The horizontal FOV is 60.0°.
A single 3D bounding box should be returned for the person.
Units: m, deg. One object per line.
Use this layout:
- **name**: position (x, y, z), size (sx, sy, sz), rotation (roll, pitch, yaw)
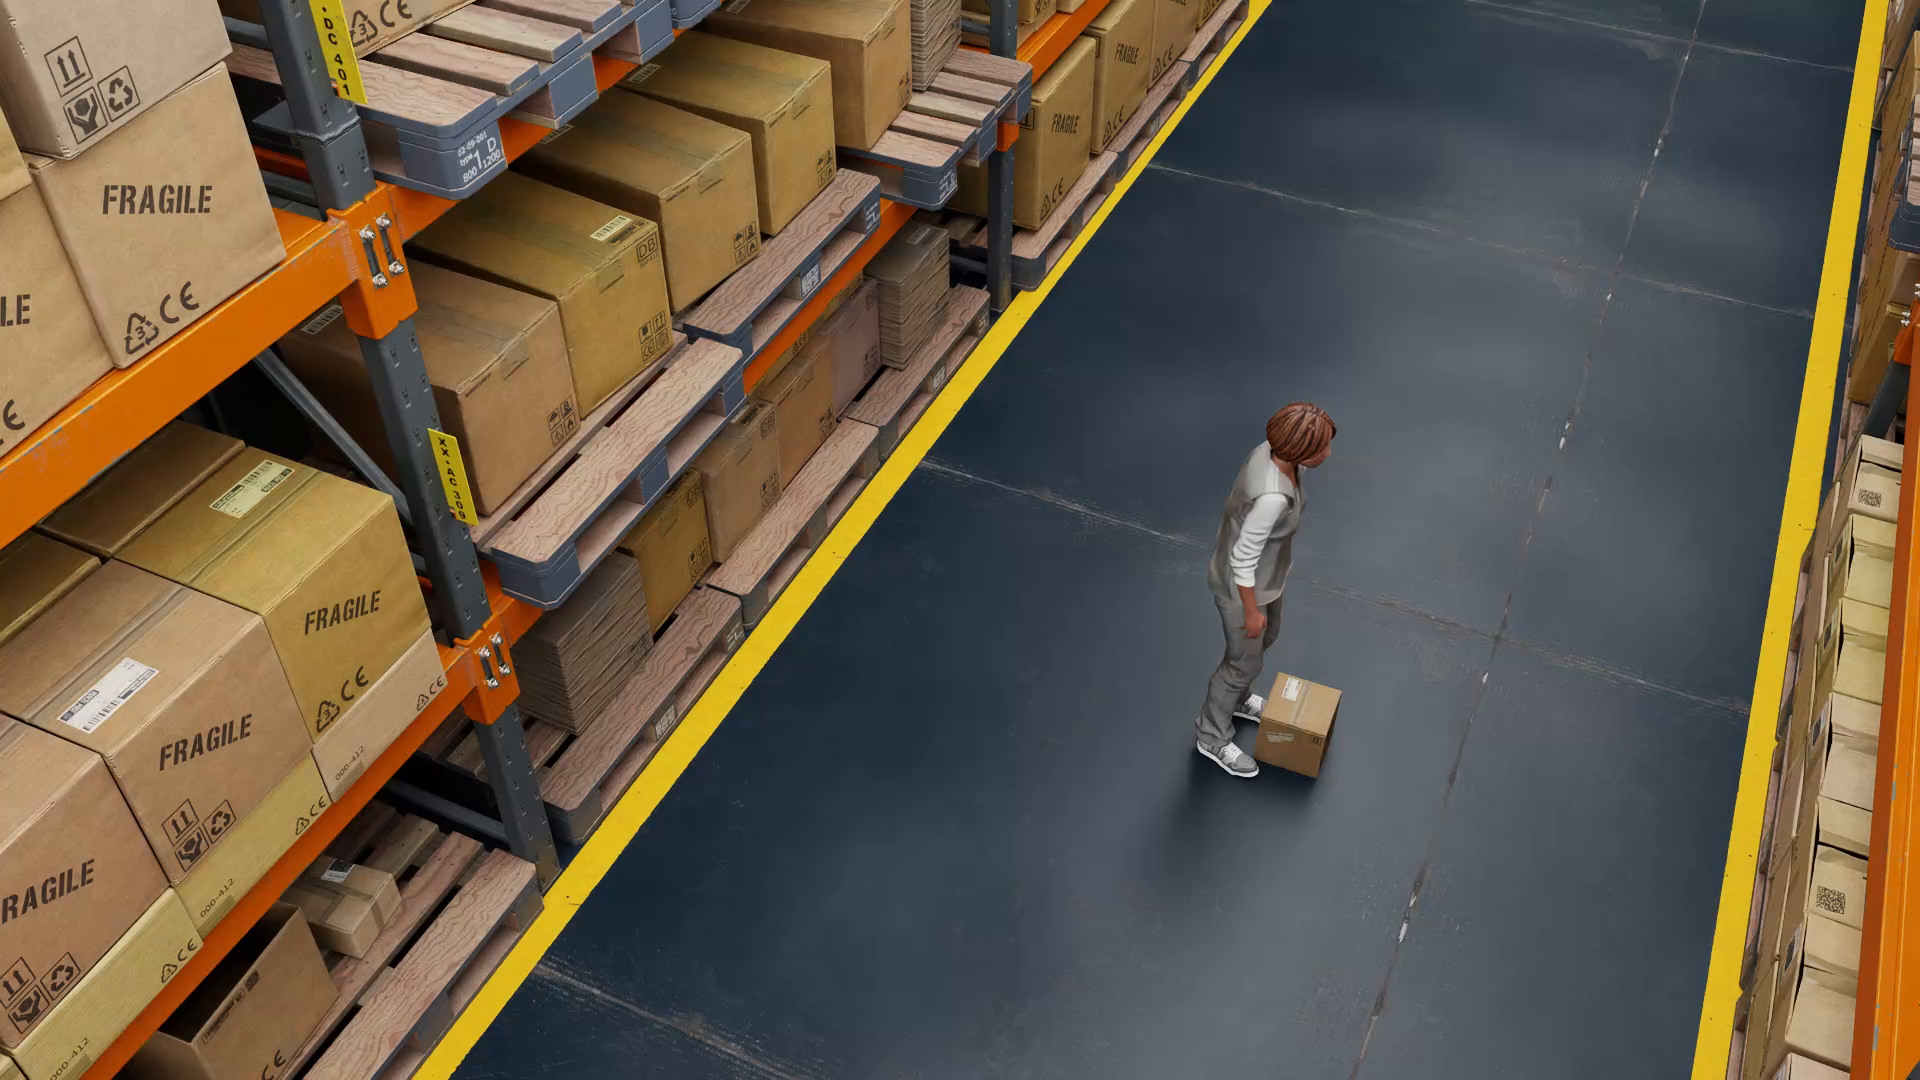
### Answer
- **person**: position (1.071, 0.149, 6.006), size (0.343, 1.593, 0.485), rotation (15, 45, 16)
